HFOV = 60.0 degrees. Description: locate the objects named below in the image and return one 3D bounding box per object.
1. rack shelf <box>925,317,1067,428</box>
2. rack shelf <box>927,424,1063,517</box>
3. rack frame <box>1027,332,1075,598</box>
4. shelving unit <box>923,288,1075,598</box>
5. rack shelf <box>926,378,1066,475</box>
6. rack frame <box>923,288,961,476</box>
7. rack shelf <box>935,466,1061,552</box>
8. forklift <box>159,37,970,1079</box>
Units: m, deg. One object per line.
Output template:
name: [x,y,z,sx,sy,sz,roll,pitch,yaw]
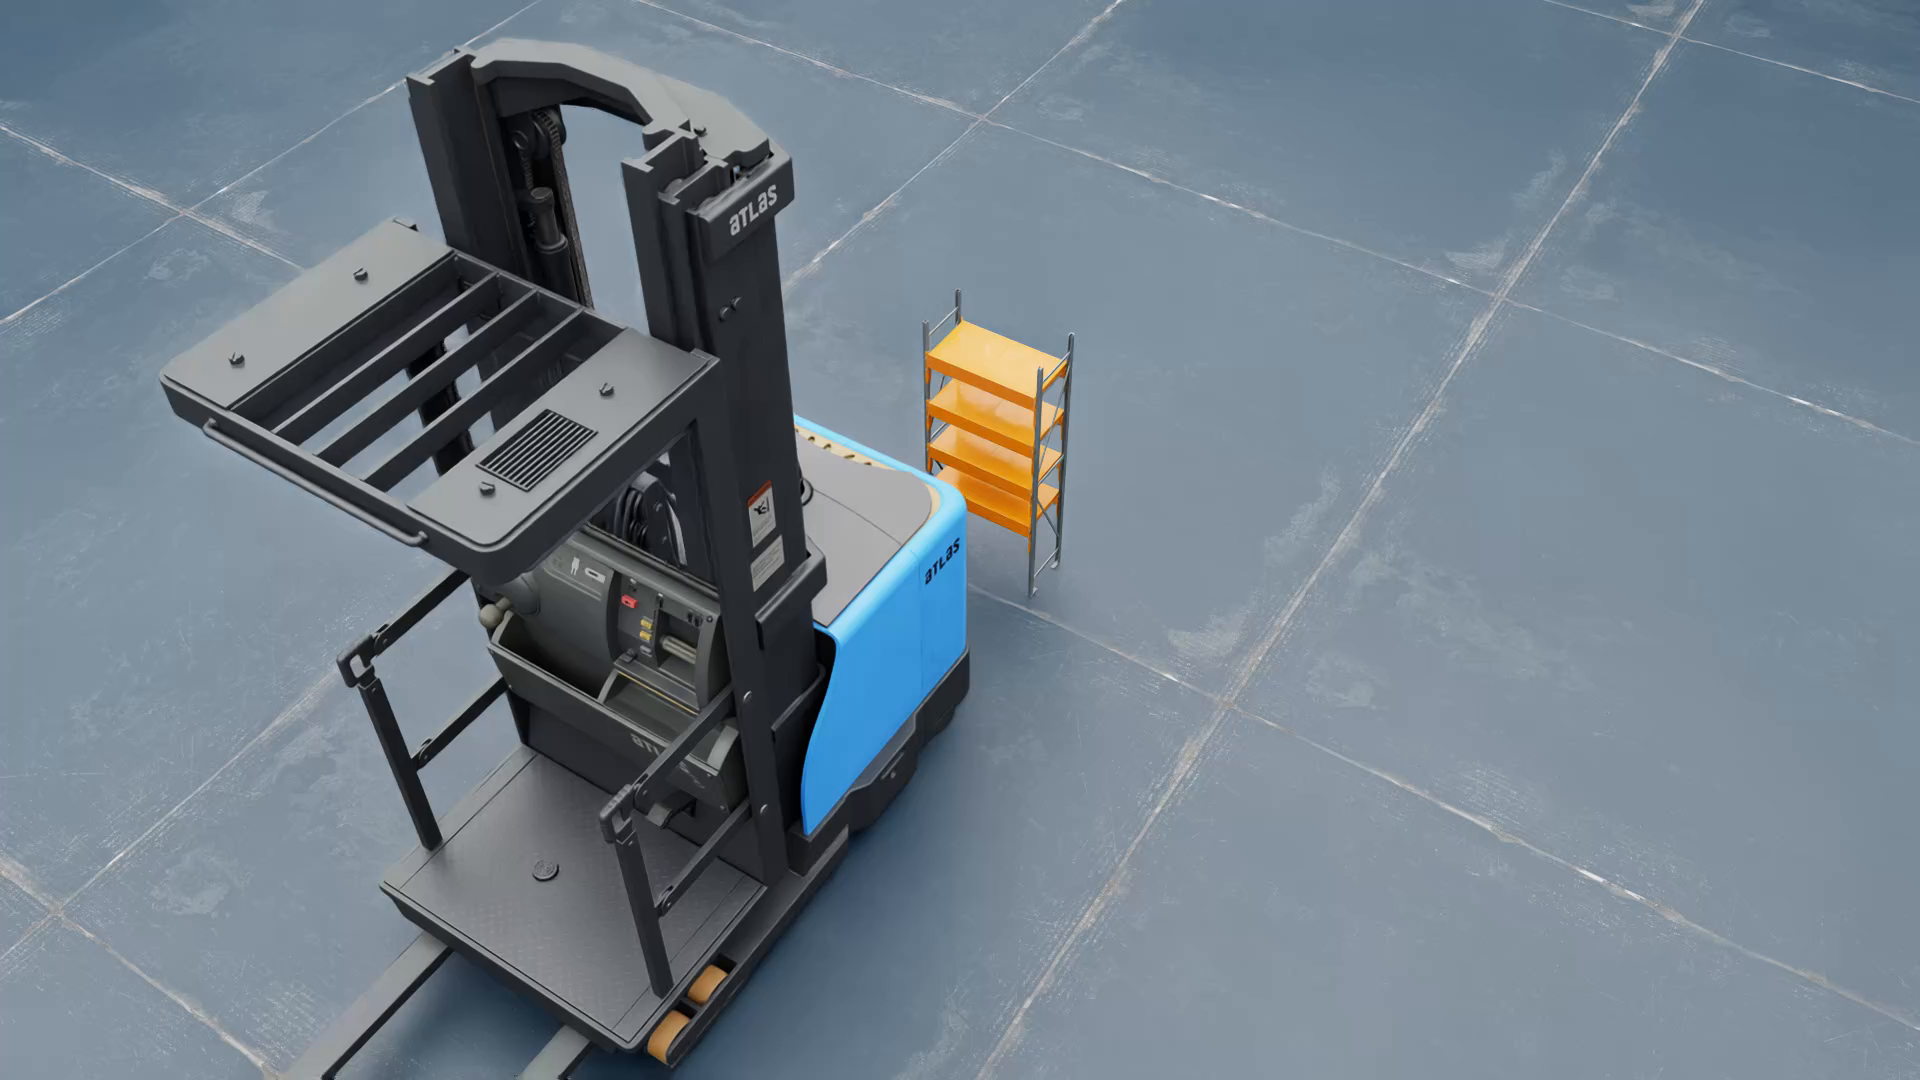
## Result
rack shelf: [0.139,-0.628,6.197,0.480,0.148,0.258,25,51,22]
rack shelf: [0.139,-0.307,6.527,0.480,0.148,0.258,25,51,22]
rack frame: [0.345,-0.260,6.387,0.015,1.200,0.240,25,51,22]
shelving unit: [0.139,-0.354,6.479,0.503,1.200,0.258,25,51,22]
rack shelf: [0.139,-0.463,6.367,0.480,0.148,0.258,25,51,22]
rack frame: [-0.066,-0.449,6.571,0.015,1.200,0.240,25,51,22]
rack shelf: [0.139,-0.169,6.670,0.480,0.148,0.258,25,51,22]
forklift: [-1.185,0.263,4.673,1.130,2.935,3.031,25,51,22]
